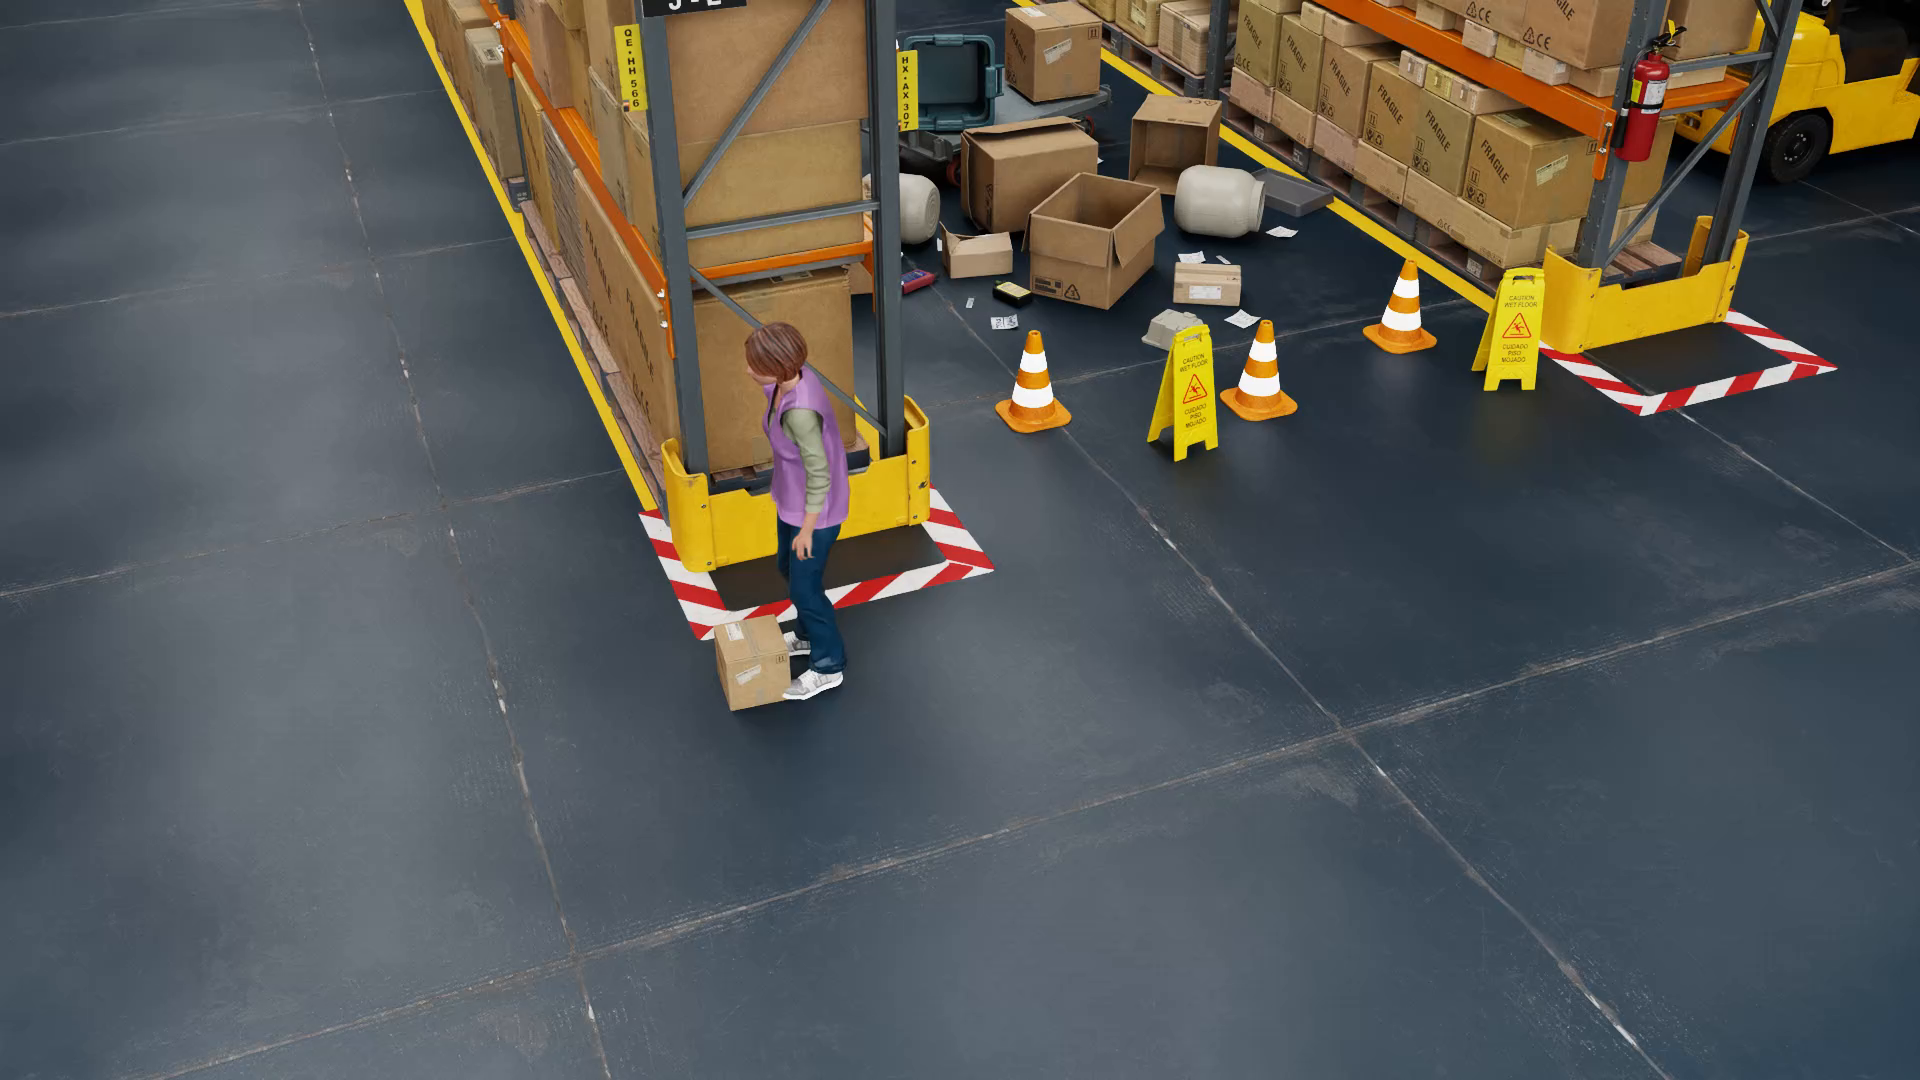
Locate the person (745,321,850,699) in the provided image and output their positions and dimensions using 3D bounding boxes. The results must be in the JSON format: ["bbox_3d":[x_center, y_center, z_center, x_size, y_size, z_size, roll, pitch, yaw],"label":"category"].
[{"bbox_3d":[-0.600,-0.116,6.324,0.344,1.593,0.462,-10,35,-14],"label":"person"}]
